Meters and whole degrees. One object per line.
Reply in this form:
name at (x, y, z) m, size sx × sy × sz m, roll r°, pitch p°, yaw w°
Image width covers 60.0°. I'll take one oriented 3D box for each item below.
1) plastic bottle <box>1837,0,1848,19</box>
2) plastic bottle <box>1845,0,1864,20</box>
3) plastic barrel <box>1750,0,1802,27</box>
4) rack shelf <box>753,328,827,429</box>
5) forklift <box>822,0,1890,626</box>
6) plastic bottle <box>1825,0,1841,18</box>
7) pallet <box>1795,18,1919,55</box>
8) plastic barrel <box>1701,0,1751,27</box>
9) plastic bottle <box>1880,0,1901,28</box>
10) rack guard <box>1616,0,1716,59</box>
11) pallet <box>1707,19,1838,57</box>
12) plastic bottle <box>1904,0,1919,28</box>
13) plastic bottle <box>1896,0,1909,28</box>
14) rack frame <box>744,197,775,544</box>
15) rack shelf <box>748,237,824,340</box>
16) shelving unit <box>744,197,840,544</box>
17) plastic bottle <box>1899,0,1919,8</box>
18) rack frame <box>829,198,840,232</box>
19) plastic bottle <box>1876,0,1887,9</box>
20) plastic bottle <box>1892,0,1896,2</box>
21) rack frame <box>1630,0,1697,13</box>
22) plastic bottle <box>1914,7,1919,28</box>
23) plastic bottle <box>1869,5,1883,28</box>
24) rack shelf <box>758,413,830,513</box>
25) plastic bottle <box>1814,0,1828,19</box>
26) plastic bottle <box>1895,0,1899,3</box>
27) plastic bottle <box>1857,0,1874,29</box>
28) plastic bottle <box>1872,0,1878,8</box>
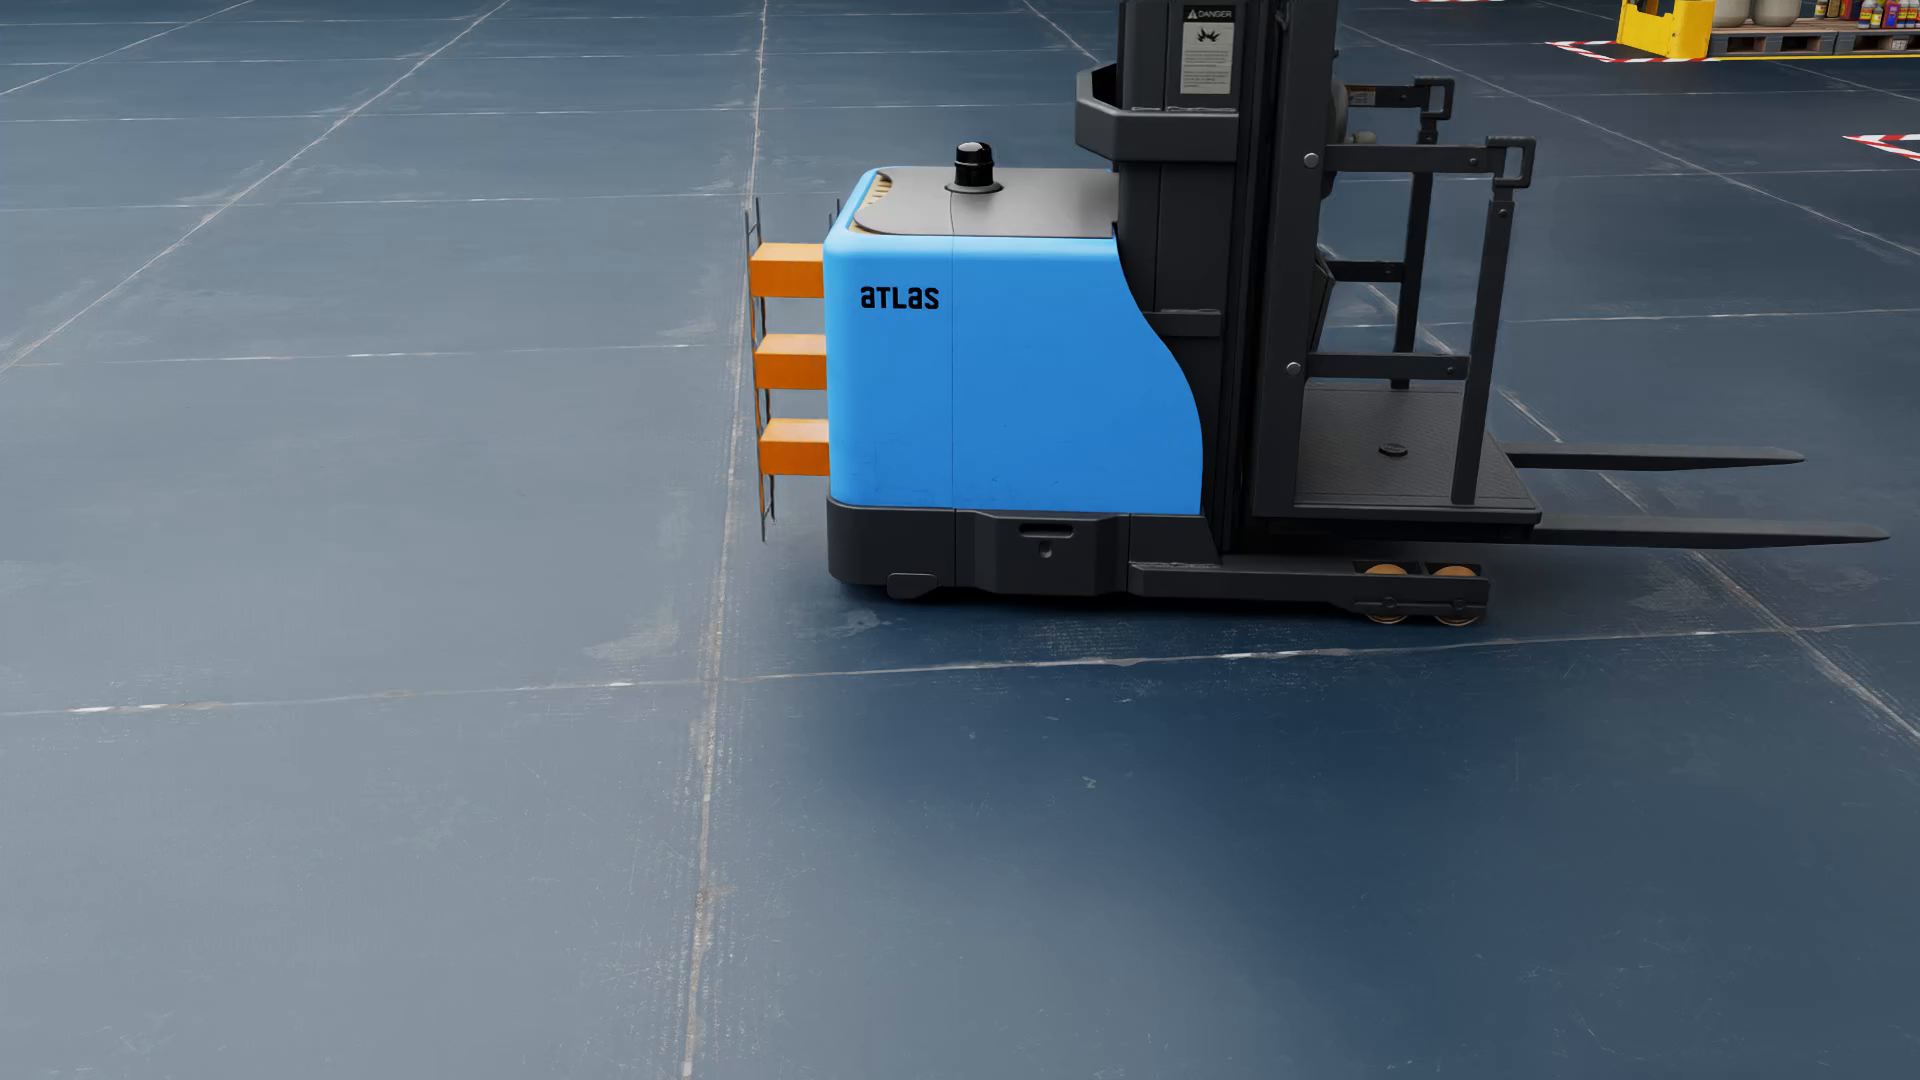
plastic bottle at (8.528, -5.150, 15.956) m, size 0.135 × 0.276 × 0.152 m, roll -2°, pitch 24°, yaw -5°
plastic bottle at (8.539, -5.111, 15.858) m, size 0.133 × 0.283 × 0.061 m, roll -2°, pitch 24°, yaw -5°
plastic barrel at (7.636, -5.077, 15.524) m, size 0.421 × 0.512 × 0.421 m, roll 0°, pitch 24°, yaw 0°
rack shelf at (-0.490, -0.494, 5.094) m, size 0.240 × 0.259 × 0.215 m, roll 2°, pitch 24°, yaw 3°
forklift at (1.155, -1.320, 4.610) m, size 3.031 × 2.935 × 1.130 m, roll 2°, pitch 24°, yaw 3°
plastic bottle at (8.389, -5.167, 15.984) m, size 0.133 × 0.283 × 0.061 m, roll -2°, pitch 24°, yaw -4°
pallet at (8.581, -4.770, 15.721) m, size 1.213 × 0.211 × 1.003 m, roll -2°, pitch 24°, yaw -5°
plastic barrel at (7.137, -5.057, 15.479) m, size 0.421 × 0.512 × 0.421 m, roll 0°, pitch 24°, yaw 0°
plastic bottle at (8.552, -4.852, 15.276) m, size 0.133 × 0.283 × 0.061 m, roll -2°, pitch 24°, yaw -4°
rack guard at (6.561, -4.824, 15.488) m, size 0.348 × 0.500 × 1.175 m, roll -2°, pitch 24°, yaw -5°
pallet at (7.370, -4.722, 15.615) m, size 1.213 × 0.211 × 1.003 m, roll -2°, pitch 24°, yaw -5°
plastic bottle at (8.766, -4.863, 15.315) m, size 0.097 × 0.271 × 0.097 m, roll 0°, pitch 24°, yaw 0°
plastic bottle at (8.666, -4.859, 15.306) m, size 0.097 × 0.271 × 0.097 m, roll 0°, pitch 24°, yaw 0°
rack frame at (-0.611, -0.506, 5.097) m, size 0.008 × 1.050 × 0.200 m, roll 2°, pitch 24°, yaw 3°
rack shelf at (-0.490, -0.753, 4.979) m, size 0.240 × 0.259 × 0.215 m, roll 2°, pitch 24°, yaw 3°
shelving unit at (-0.490, -0.503, 5.090) m, size 0.252 × 1.050 × 0.215 m, roll 2°, pitch 24°, yaw 3°
plastic bottle at (9.055, -5.113, 15.871) m, size 0.135 × 0.276 × 0.152 m, roll -2°, pitch 24°, yaw -5°
rack frame at (-0.368, -0.500, 5.082) m, size 0.008 × 1.050 × 0.200 m, roll 2°, pitch 24°, yaw 3°
plastic bottle at (8.831, -5.198, 15.972) m, size 0.185 × 0.351 × 0.144 m, roll -1°, pitch 24°, yaw -3°
plastic bottle at (8.886, -5.083, 15.896) m, size 0.097 × 0.201 × 0.097 m, roll 0°, pitch 24°, yaw 0°
rack frame at (6.490, -5.944, 14.931) m, size 0.127 × 3.000 × 1.000 m, roll -2°, pitch 24°, yaw -5°
plastic bottle at (8.864, -4.835, 15.338) m, size 0.097 × 0.201 × 0.097 m, roll 0°, pitch 24°, yaw 0°
plastic bottle at (8.428, -4.817, 15.298) m, size 0.097 × 0.201 × 0.097 m, roll 0°, pitch 24°, yaw 0°
rack shelf at (-0.490, -0.240, 5.207) m, size 0.240 × 0.259 × 0.215 m, roll 2°, pitch 24°, yaw 3°
plastic bottle at (8.275, -5.117, 15.973) m, size 0.097 × 0.201 × 0.097 m, roll 0°, pitch 24°, yaw 0°
plastic bottle at (9.016, -5.206, 15.988) m, size 0.185 × 0.351 × 0.144 m, roll -2°, pitch 24°, yaw -6°
plastic bottle at (8.325, -4.845, 15.275) m, size 0.097 × 0.271 × 0.097 m, roll 0°, pitch 24°, yaw 0°
plastic bottle at (8.697, -5.072, 15.872) m, size 0.097 × 0.201 × 0.097 m, roll 0°, pitch 24°, yaw 0°
